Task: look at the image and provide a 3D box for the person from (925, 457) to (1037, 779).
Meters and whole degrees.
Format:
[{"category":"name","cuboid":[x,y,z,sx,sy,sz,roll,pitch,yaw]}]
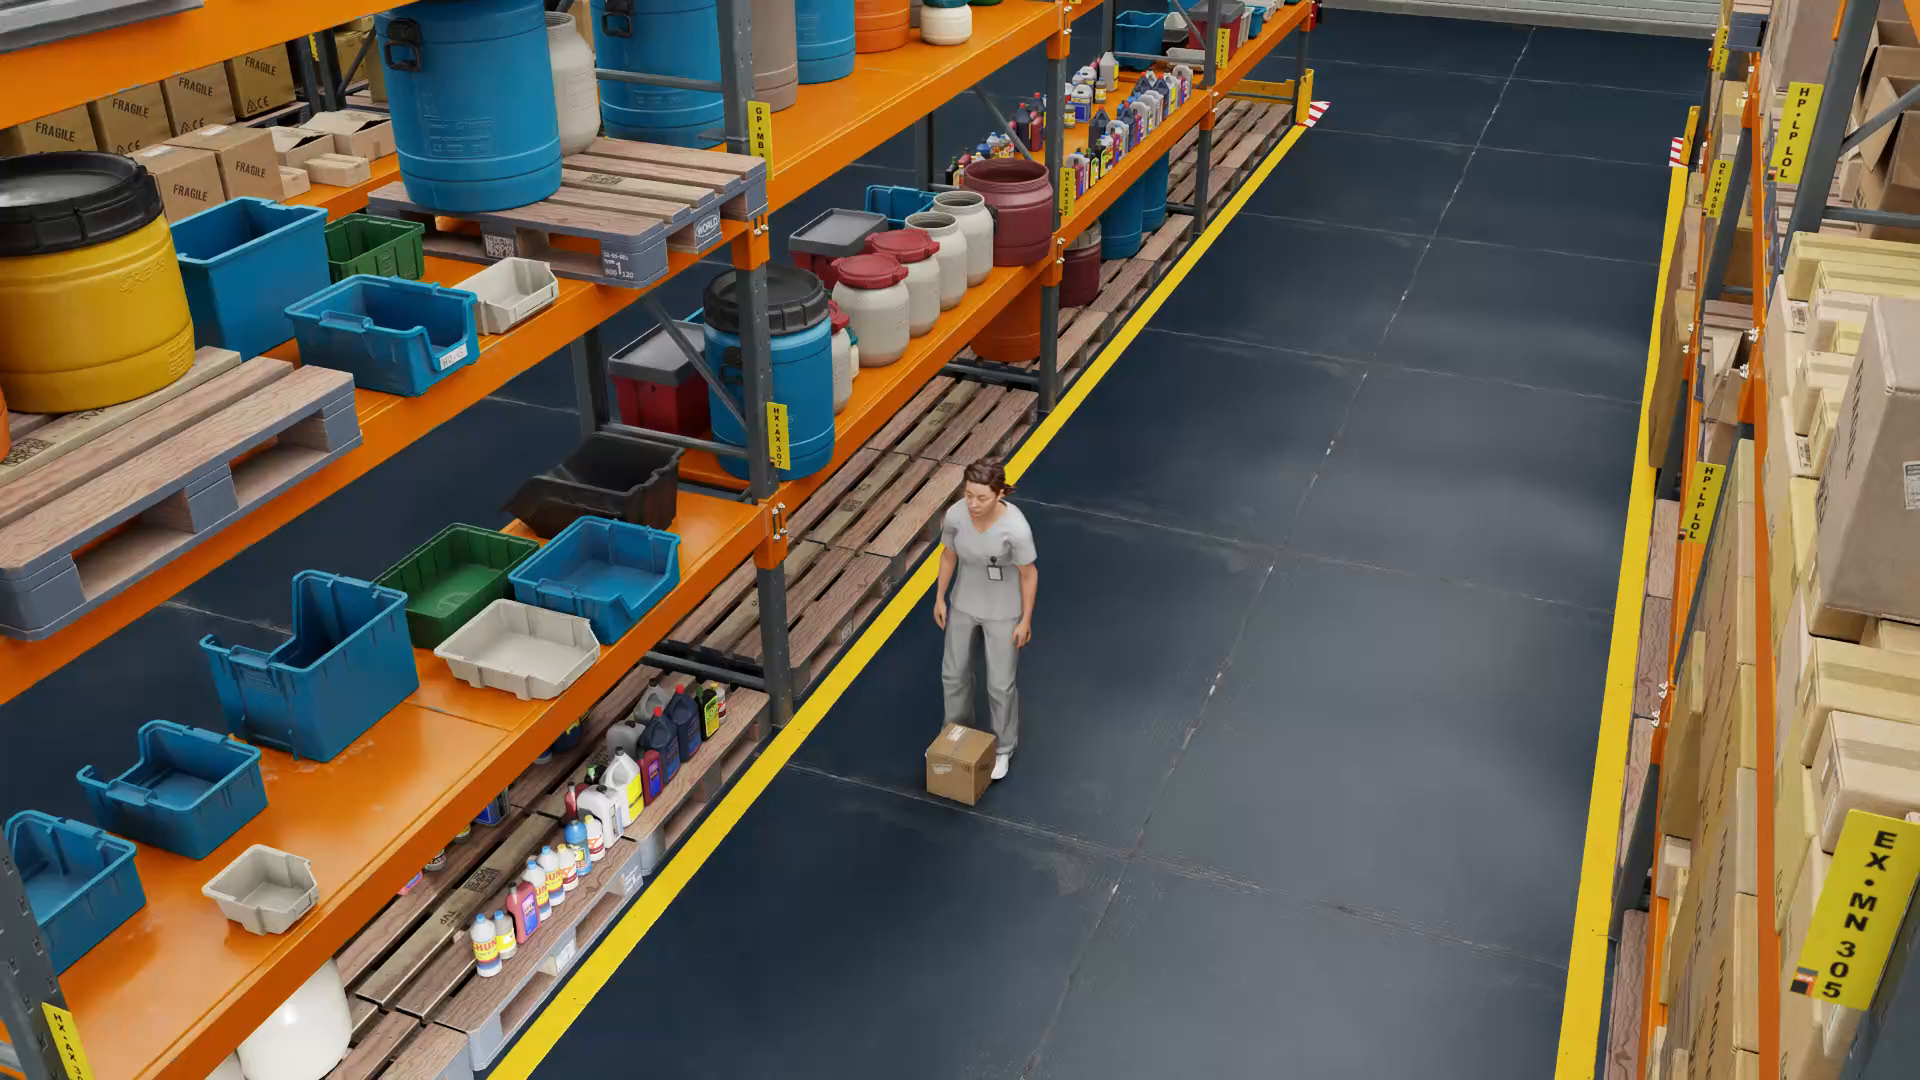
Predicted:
[{"category":"person","cuboid":[0.112,0.342,7.795,0.502,1.672,0.354,13,32,22]}]
